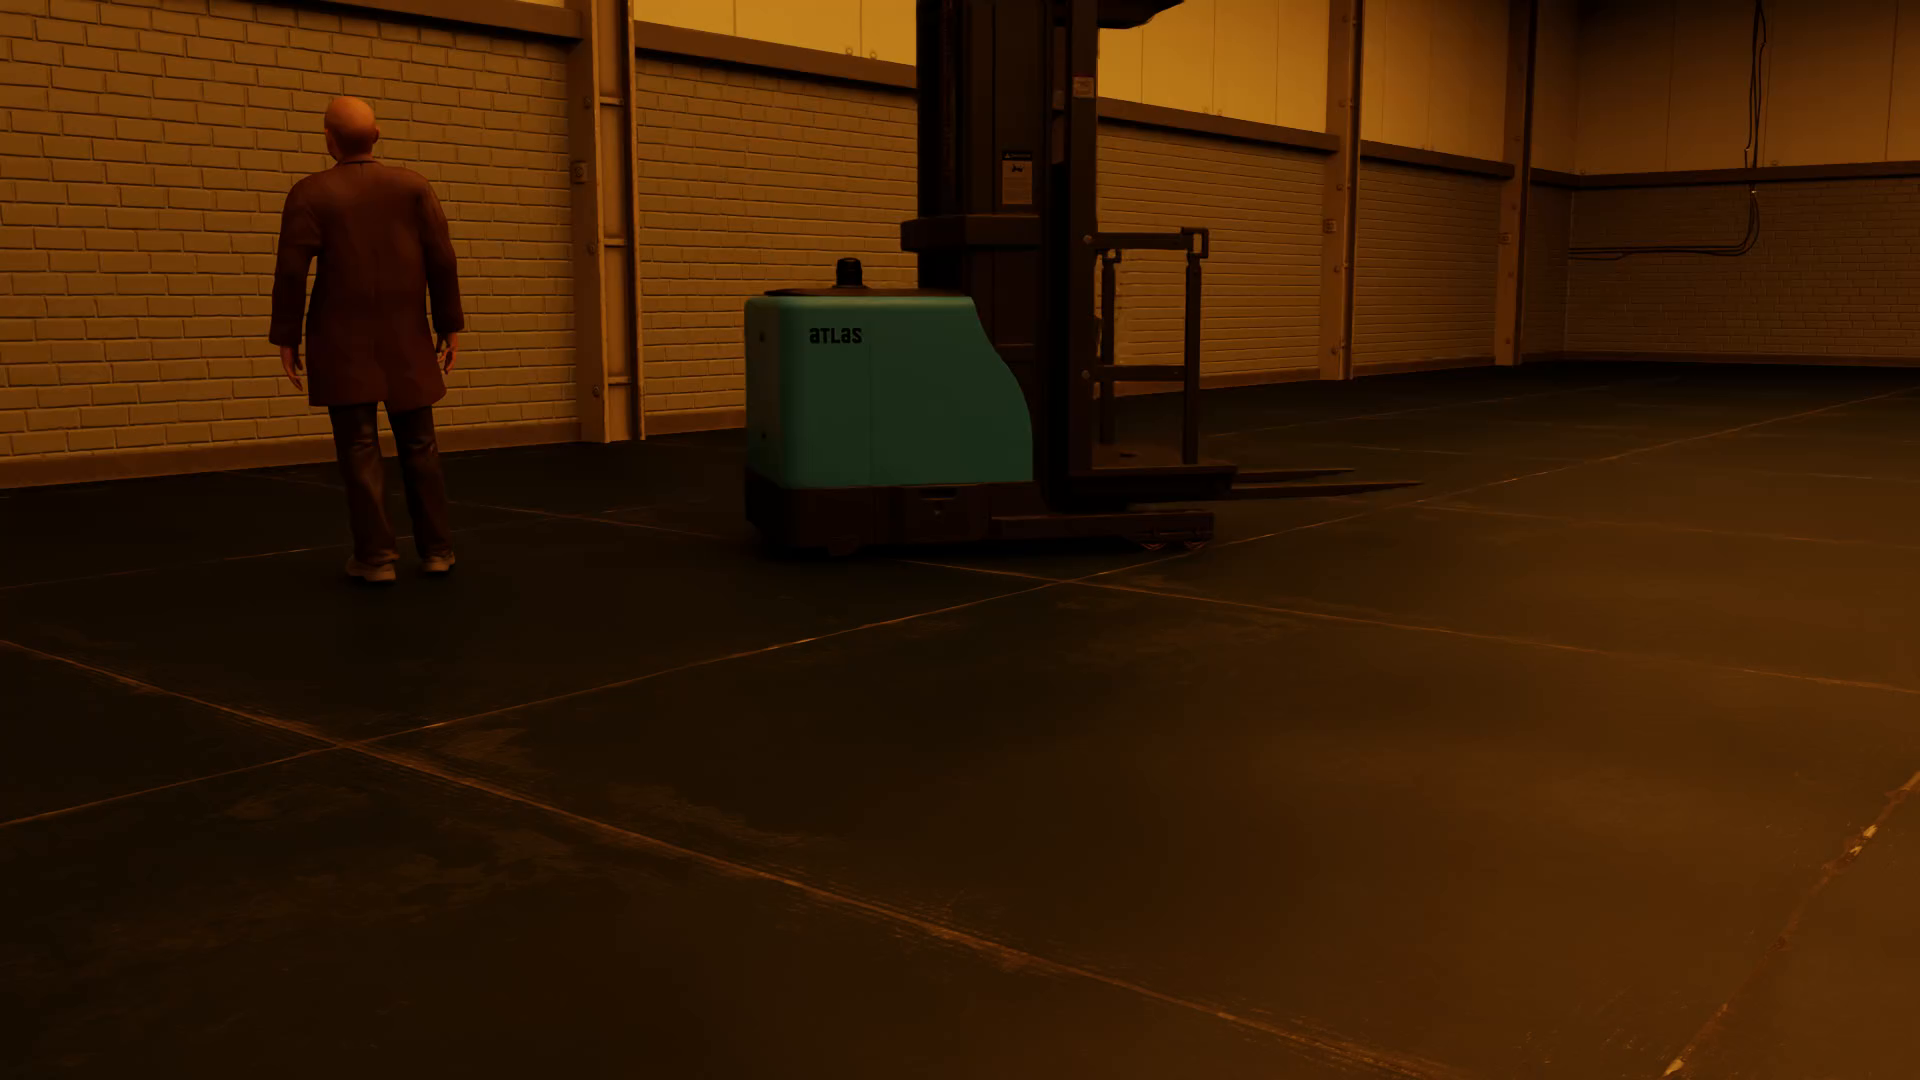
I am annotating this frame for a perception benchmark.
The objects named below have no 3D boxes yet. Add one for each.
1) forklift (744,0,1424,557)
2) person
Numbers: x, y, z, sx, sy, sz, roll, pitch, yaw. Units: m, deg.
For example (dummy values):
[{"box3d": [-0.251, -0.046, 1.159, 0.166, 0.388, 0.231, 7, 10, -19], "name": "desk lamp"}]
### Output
[{"box3d": [0.595, -1.478, 7.385, 3.031, 2.935, 1.130, -2, 9, -16], "name": "forklift"}, {"box3d": [-2.233, -0.738, 6.261, 0.695, 1.776, 0.584, -4, 9, -27], "name": "person"}]
